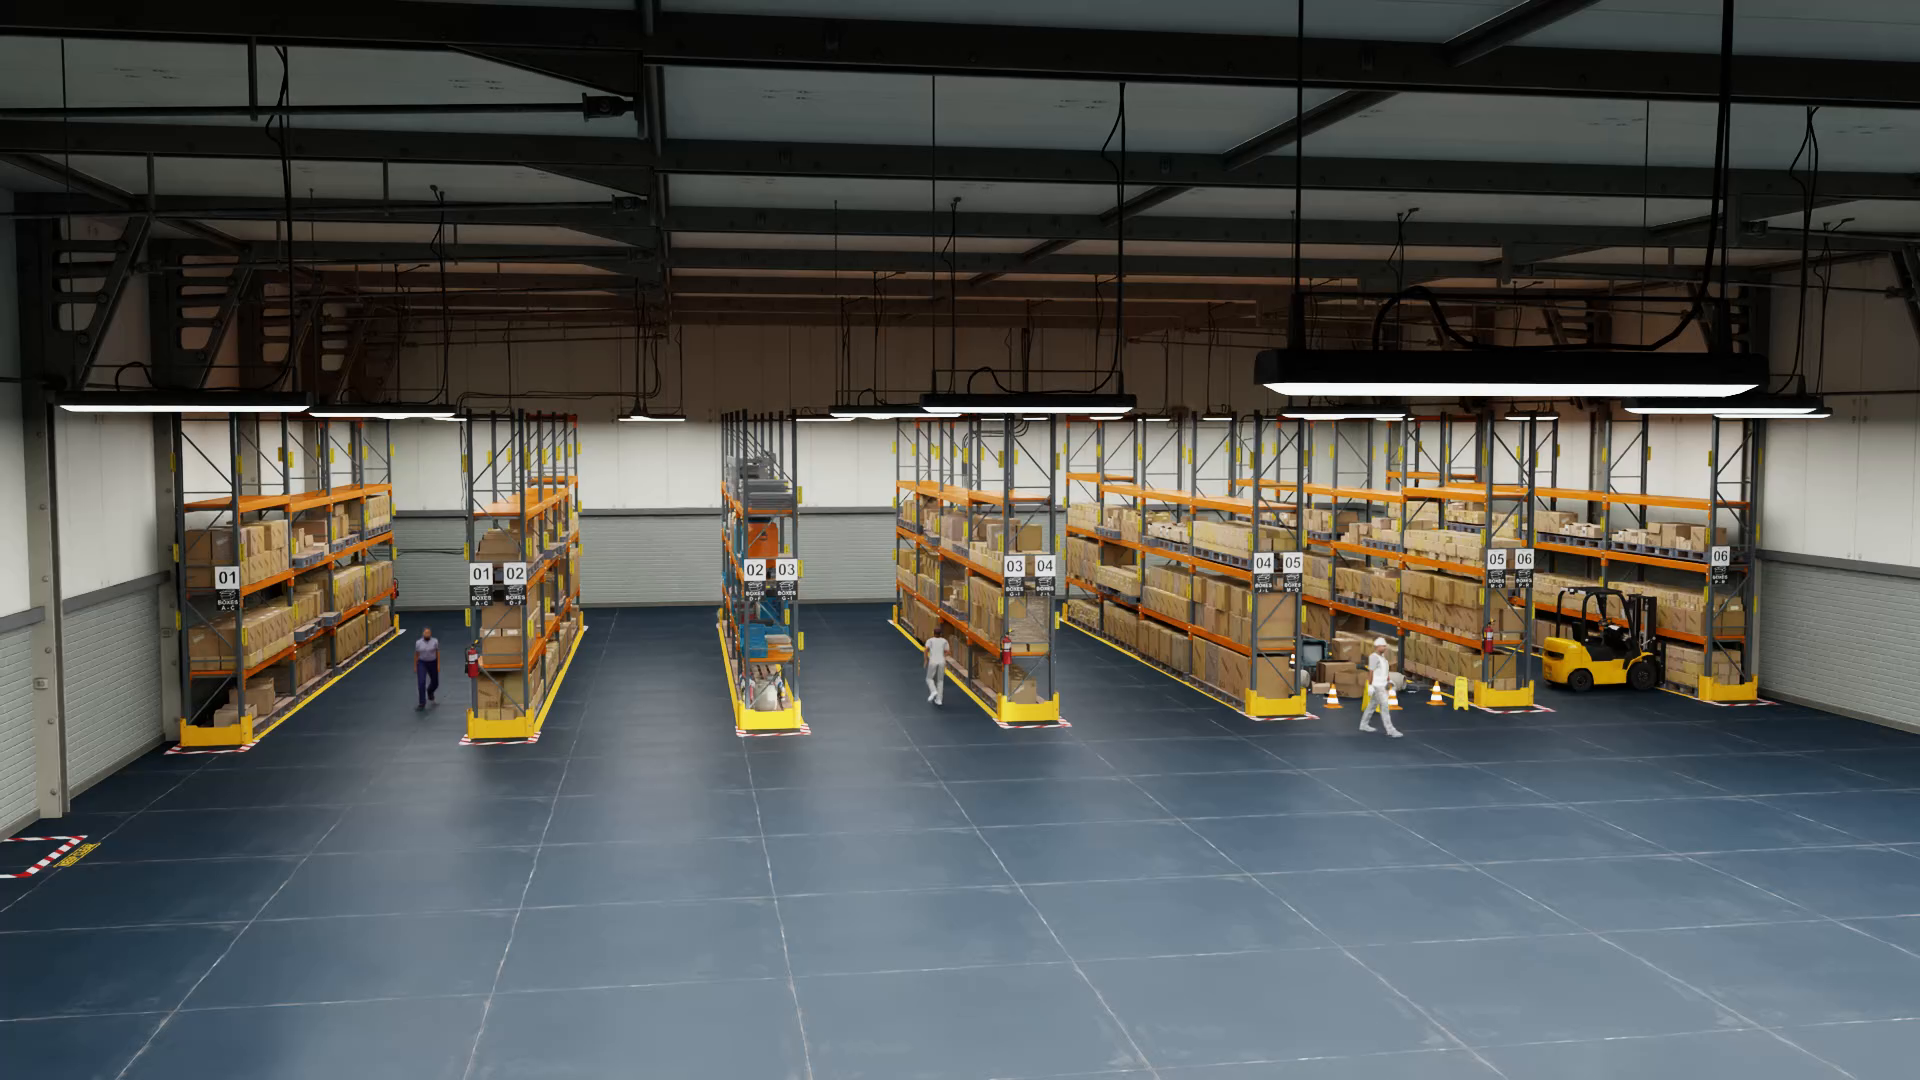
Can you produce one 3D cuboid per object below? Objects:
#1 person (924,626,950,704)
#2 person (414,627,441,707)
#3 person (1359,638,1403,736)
[{"bbox_3d":[-0.477,2.560,34.218,0.554,1.568,0.728,-1,4,-8],"label":"person"},{"bbox_3d":[-10.839,2.554,33.822,0.513,1.608,0.900,-2,4,-24],"label":"person"},{"bbox_3d":[7.791,2.683,30.661,0.836,1.753,0.581,2,4,23],"label":"person"}]
